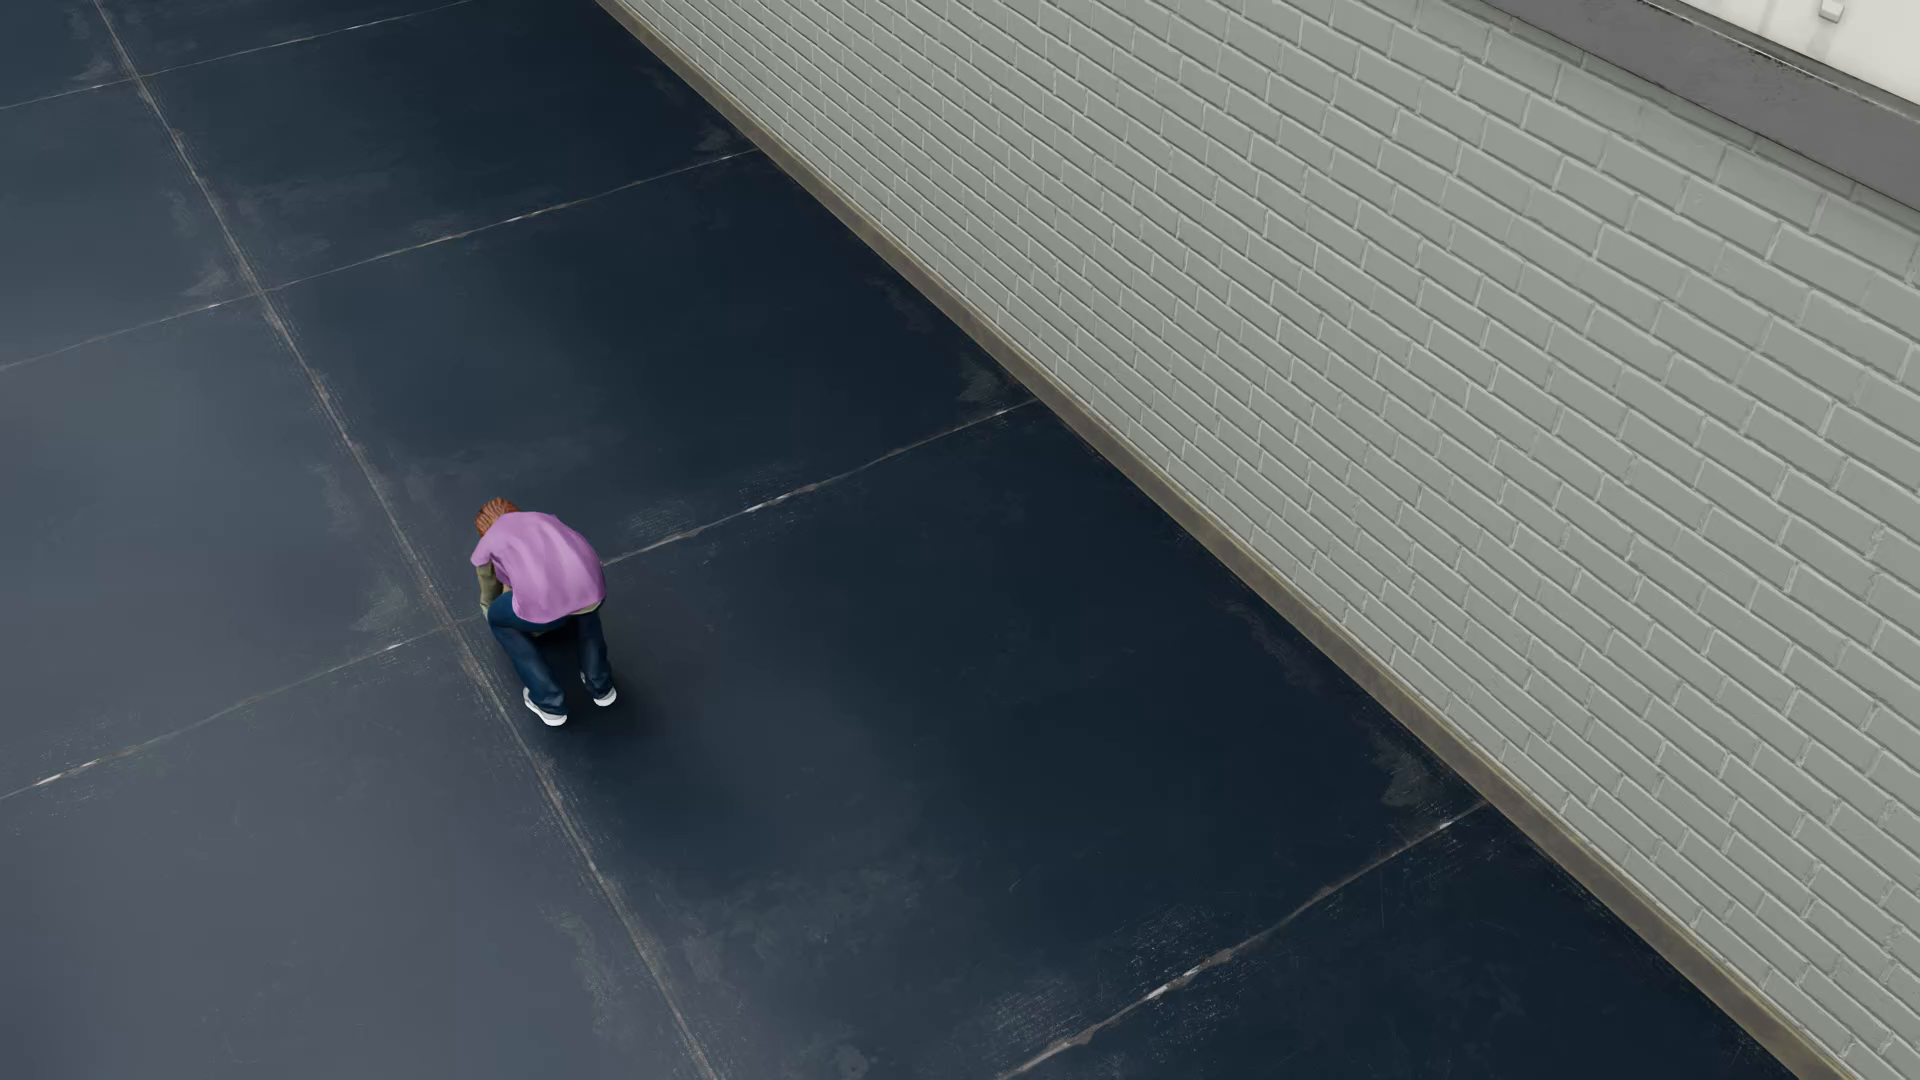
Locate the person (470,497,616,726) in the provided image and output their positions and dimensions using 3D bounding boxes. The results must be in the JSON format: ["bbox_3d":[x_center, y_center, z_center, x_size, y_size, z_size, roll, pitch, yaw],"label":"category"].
[{"bbox_3d":[-1.636,0.227,6.456,0.425,0.873,0.853,-25,47,-26],"label":"person"}]
